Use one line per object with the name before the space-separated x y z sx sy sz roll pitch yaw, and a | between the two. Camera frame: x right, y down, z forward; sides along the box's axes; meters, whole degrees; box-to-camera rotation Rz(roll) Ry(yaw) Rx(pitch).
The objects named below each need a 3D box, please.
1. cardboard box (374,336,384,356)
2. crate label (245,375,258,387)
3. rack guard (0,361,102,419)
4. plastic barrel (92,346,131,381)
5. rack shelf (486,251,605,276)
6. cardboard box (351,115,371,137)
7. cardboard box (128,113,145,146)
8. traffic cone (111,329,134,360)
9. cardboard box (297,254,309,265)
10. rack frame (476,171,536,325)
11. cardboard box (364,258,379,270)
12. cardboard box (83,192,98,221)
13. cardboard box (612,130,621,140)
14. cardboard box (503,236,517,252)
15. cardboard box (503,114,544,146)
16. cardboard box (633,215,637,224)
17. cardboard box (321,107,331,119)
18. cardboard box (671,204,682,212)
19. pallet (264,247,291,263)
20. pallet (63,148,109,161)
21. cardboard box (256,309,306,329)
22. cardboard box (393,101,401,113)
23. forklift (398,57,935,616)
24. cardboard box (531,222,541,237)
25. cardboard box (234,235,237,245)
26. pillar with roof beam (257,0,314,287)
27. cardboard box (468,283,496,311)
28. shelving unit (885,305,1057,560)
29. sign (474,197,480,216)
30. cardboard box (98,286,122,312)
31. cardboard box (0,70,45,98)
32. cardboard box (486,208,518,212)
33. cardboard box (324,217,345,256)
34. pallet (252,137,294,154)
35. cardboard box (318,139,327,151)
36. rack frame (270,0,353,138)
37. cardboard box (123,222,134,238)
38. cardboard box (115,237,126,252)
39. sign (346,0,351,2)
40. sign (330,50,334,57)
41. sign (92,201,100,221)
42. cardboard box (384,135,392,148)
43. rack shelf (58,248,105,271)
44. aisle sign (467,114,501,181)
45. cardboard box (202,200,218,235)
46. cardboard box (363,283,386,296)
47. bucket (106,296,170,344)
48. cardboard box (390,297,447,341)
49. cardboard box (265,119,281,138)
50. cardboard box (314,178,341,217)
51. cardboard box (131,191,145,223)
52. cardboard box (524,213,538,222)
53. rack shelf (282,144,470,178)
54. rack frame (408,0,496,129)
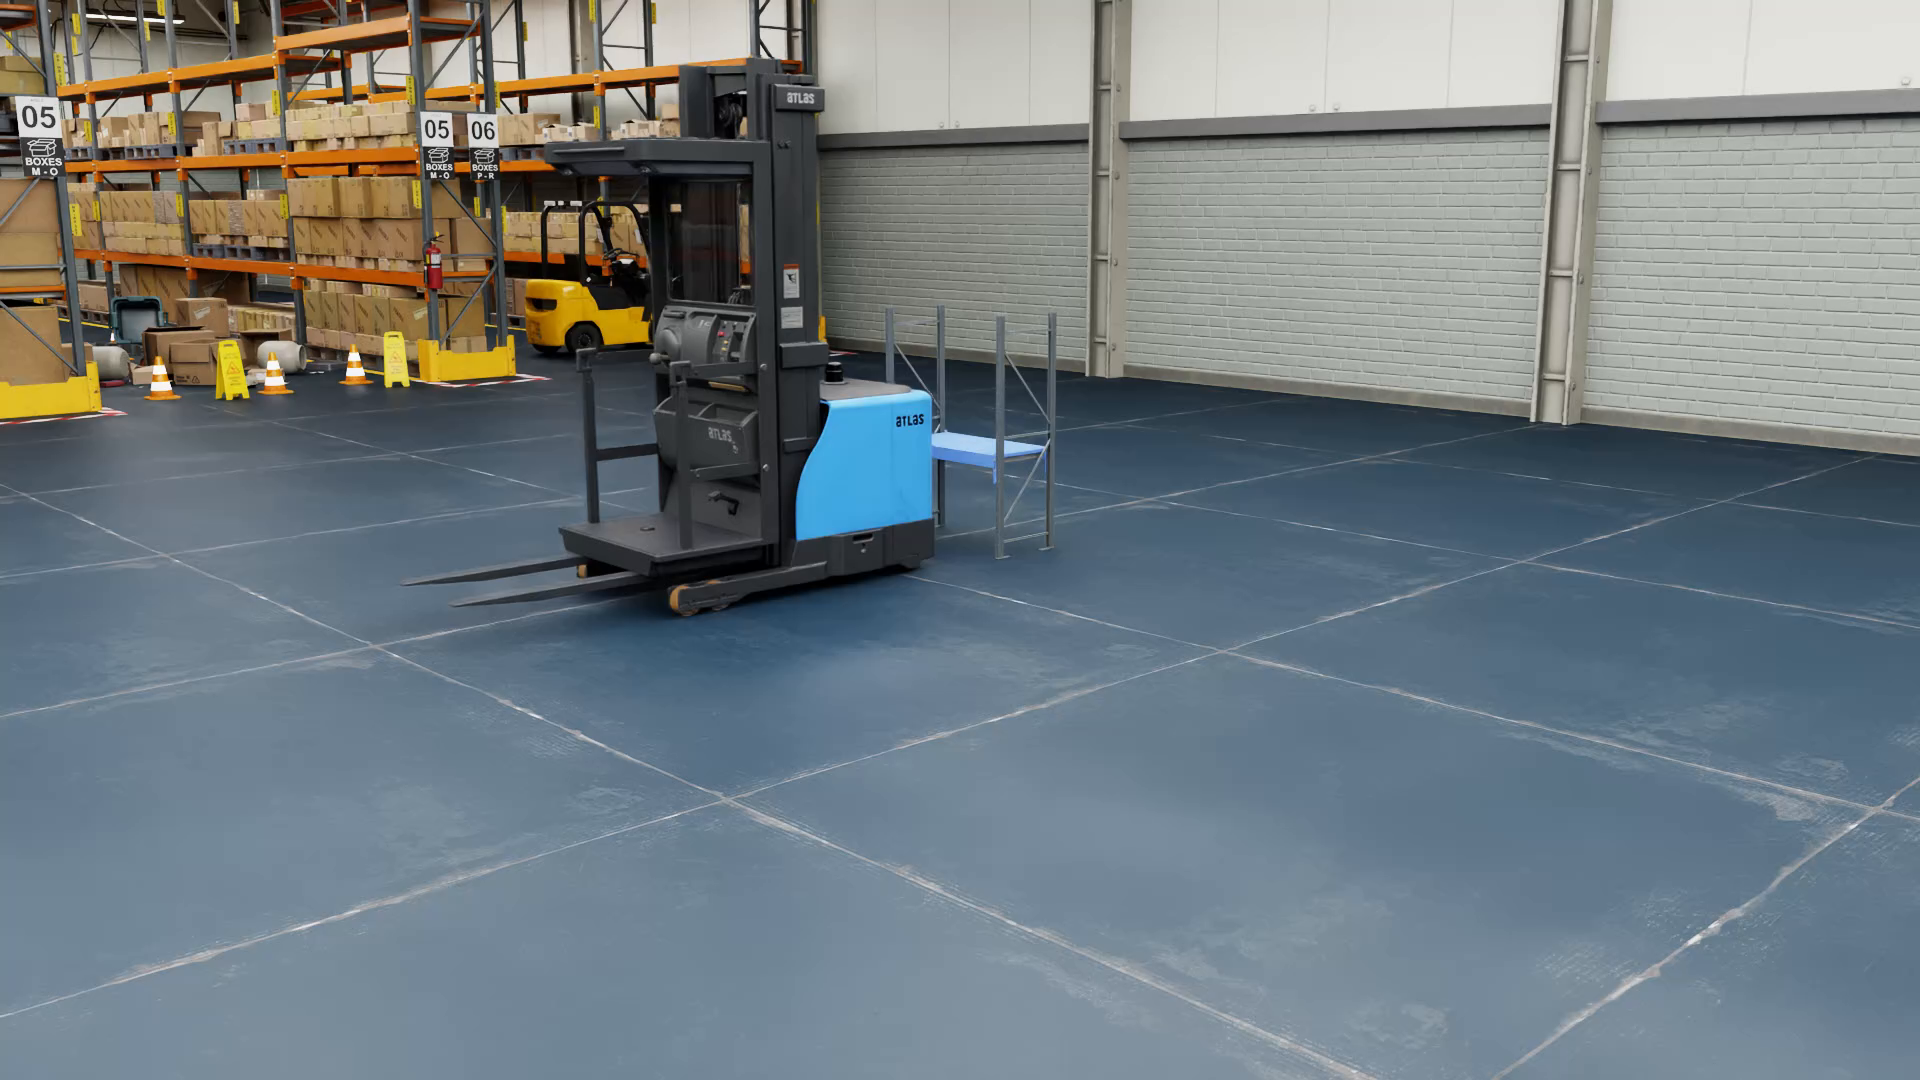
cardboard box | -7.184 -2.502 21.397 0.500 0.250 0.500 -11 16 -42
crate label | -8.464 -1.869 19.643 0.298 0.136 0.250 3 12 16
rack guard | -9.572 -1.554 17.214 1.175 0.500 0.348 -11 16 -43
plastic barrel | -10.458 -2.152 20.306 0.512 0.421 0.421 -1 12 -4
rack shelf | -6.635 -4.702 28.081 1.077 0.370 4.000 -11 16 -43
cardboard box | -7.335 -5.213 20.983 0.500 0.250 0.500 -10 16 -41
cardboard box | -13.030 -6.594 26.763 0.500 0.500 0.500 -11 16 -42
traffic cone | -11.633 -2.716 22.949 0.336 0.463 0.334 -11 16 -43
cardboard box | -8.855 -3.856 22.817 0.380 0.149 0.250 -11 16 -43
rack frame | -8.016 -5.346 29.426 1.000 3.000 0.127 -11 16 -43
cardboard box | -7.426 -3.565 21.403 0.380 0.149 0.250 -11 16 -43
cardboard box | -14.891 -5.806 28.936 0.500 0.500 0.500 -11 16 -43
cardboard box | -5.163 -6.255 25.739 0.380 0.149 0.250 -10 16 -41
cardboard box | -7.543 -5.100 28.602 0.500 0.250 0.500 -11 16 -44
cardboard box | -7.271 -6.919 28.093 0.700 0.500 0.500 -11 16 -44
cardboard box | -4.844 -4.974 25.765 0.380 0.149 0.250 -11 16 -43
cardboard box | -8.113 -5.570 21.727 0.250 0.149 0.380 11 16 43
cardboard box | -4.116 -4.976 25.037 0.380 0.149 0.250 -11 16 -42
pallet | -9.264 -4.108 23.891 1.003 0.211 1.213 -11 16 -43
pallet | -15.761 -6.962 30.056 1.003 0.211 1.213 -11 16 -43
cardboard box | -9.704 -3.169 24.332 0.950 0.372 0.625 -10 15 -39
cardboard box | -6.676 -5.274 20.289 0.380 0.149 0.250 -11 16 -42
forklift | -1.592 -1.145 9.205 3.031 2.935 1.130 -10 15 -40
cardboard box | -6.822 -5.195 27.827 0.500 0.250 0.500 -11 16 -42
cardboard box | -10.566 -4.468 24.744 0.380 0.149 0.250 -10 15 -40
pillar with roof beam | -17.864 -9.371 34.095 9.100 9.000 0.548 -11 16 -43
cardboard box | -8.463 -4.359 29.790 0.500 0.500 0.500 -10 15 -41
shelving unit | 0.059 -0.722 10.700 0.538 1.500 1.048 -11 16 -43
sign | -8.402 -5.797 28.943 0.100 0.325 0.005 -11 16 -43
cardboard box | -14.722 -4.295 29.633 0.875 0.438 0.875 -11 16 -43
cardboard box | -9.737 -4.684 17.124 0.500 0.250 0.500 -11 16 -43
cardboard box | -8.258 -5.697 29.843 0.500 0.500 0.500 -10 15 -40
cardboard box | -8.038 -4.016 21.988 0.500 0.500 0.500 -11 16 -43
pallet | -9.190 -5.552 23.458 1.213 0.211 1.003 -11 16 -43
cardboard box | -8.268 -5.227 22.040 0.380 0.149 0.250 -10 15 -41
rack frame | -8.841 -7.008 22.627 1.000 3.000 0.127 -11 16 -43
cardboard box | -13.556 -5.156 27.636 0.500 0.250 0.500 -11 16 -42
cardboard box | -13.894 -4.988 28.058 0.500 0.250 0.500 11 16 44
sign | -8.436 -7.577 22.879 0.100 0.325 0.005 -11 16 -43
sign | -13.125 -10.061 34.738 0.100 0.325 0.005 -11 16 -43
sign | -14.766 -5.623 28.427 0.100 0.325 0.005 -11 16 -43
cardboard box | -6.882 -4.921 20.550 0.380 0.149 0.250 -10 15 -41
rack shelf | -15.747 -5.177 30.388 1.077 0.370 4.000 -11 16 -43
aisle sign | -5.812 -4.794 20.302 0.394 0.787 0.004 -11 16 -43
cardboard box | -11.095 -4.881 25.143 0.500 0.500 0.500 -10 15 -40
cardboard box | -7.475 -3.231 21.466 0.380 0.149 0.250 -10 15 -40
bucket | -10.590 -2.808 21.452 0.726 0.611 0.620 -5 3 -23
cardboard box | -6.821 -2.793 20.949 0.500 0.500 0.500 -11 16 -42
cardboard box | -9.349 -5.736 23.218 0.500 0.250 0.500 -11 16 -44
cardboard box | -8.030 -4.505 21.882 0.700 0.500 0.500 -11 16 -44
cardboard box | -13.192 -5.453 27.222 0.500 0.500 0.500 -11 16 -43
cardboard box | -7.110 -5.438 28.018 0.380 0.149 0.250 -10 16 -41
rack shelf | -7.460 -4.895 21.585 1.077 0.370 4.000 -11 16 -43
rack frame | -6.079 -6.424 19.793 1.000 3.000 0.127 -11 16 -43
